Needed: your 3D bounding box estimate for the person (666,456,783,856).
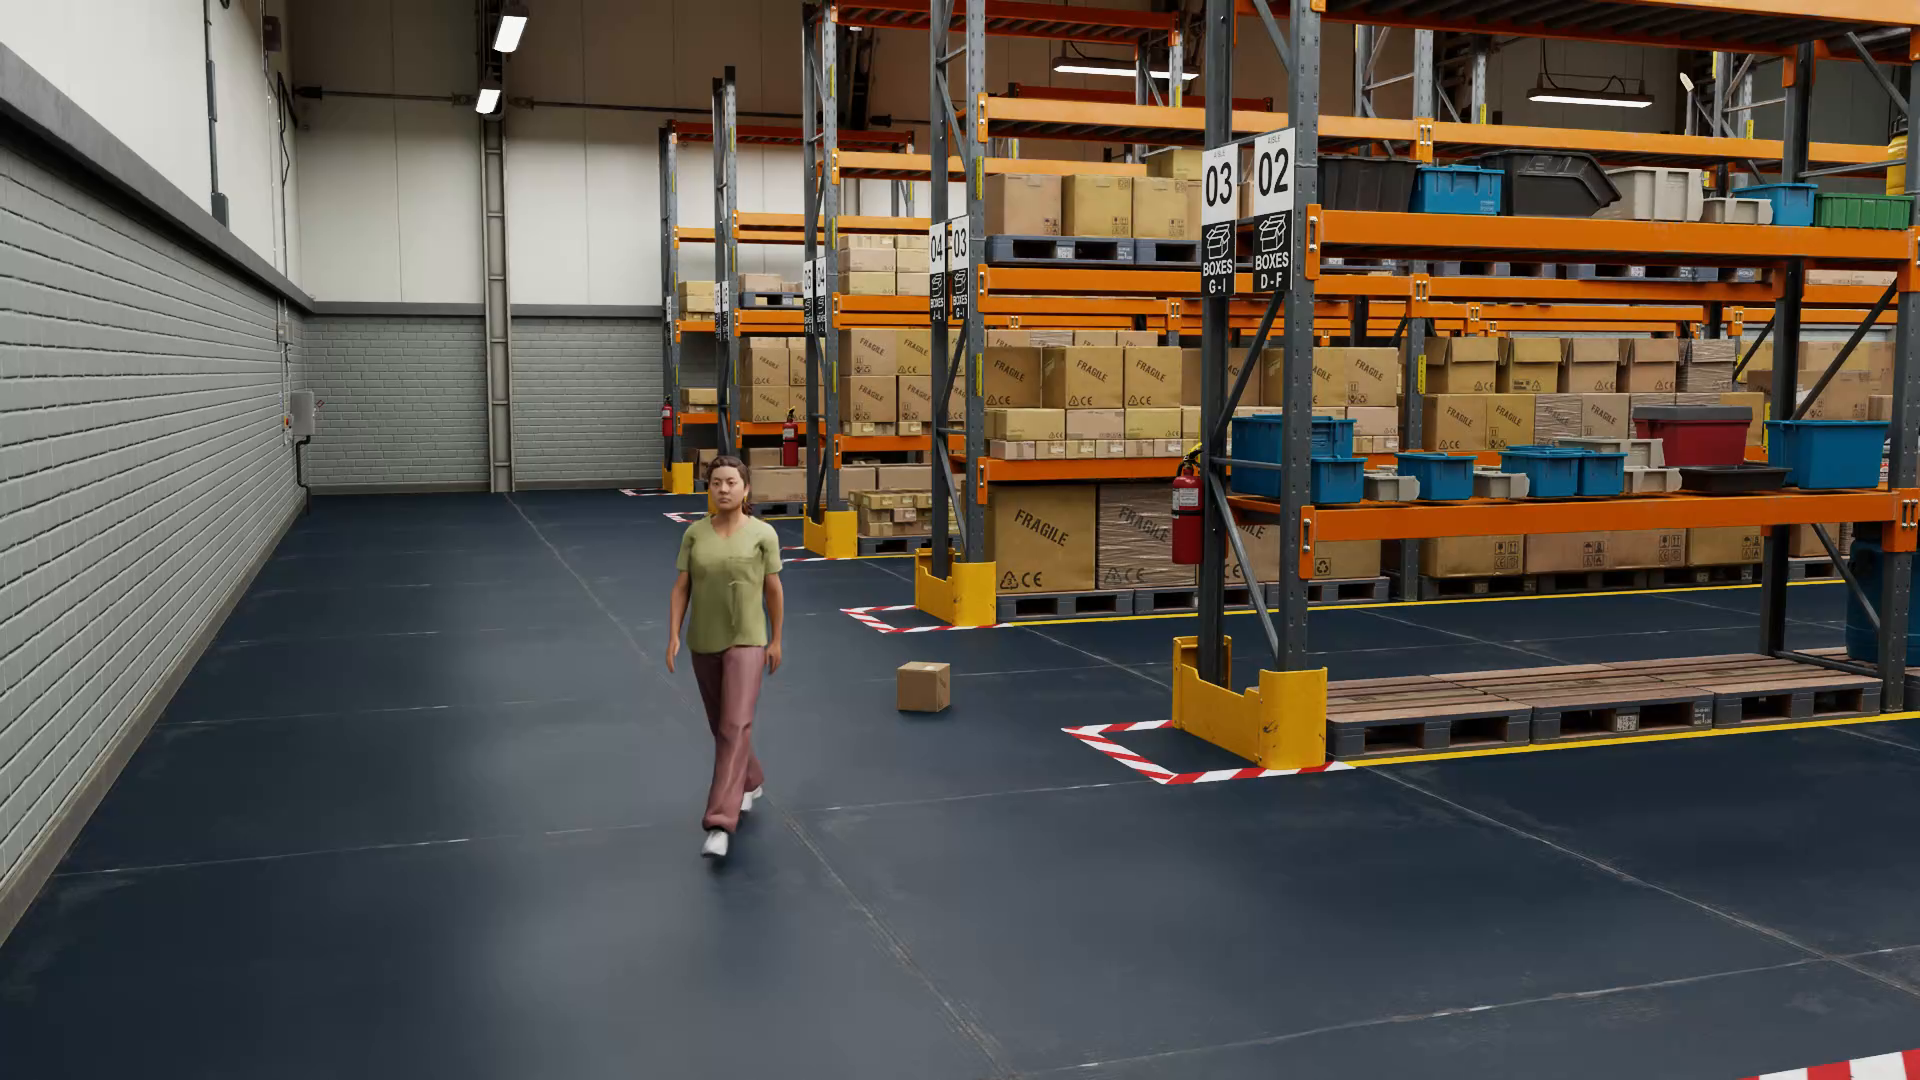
[{"bbox_3d":[-1.022,0.452,7.079,0.448,1.609,1.010,1,6,12],"label":"person"}]
